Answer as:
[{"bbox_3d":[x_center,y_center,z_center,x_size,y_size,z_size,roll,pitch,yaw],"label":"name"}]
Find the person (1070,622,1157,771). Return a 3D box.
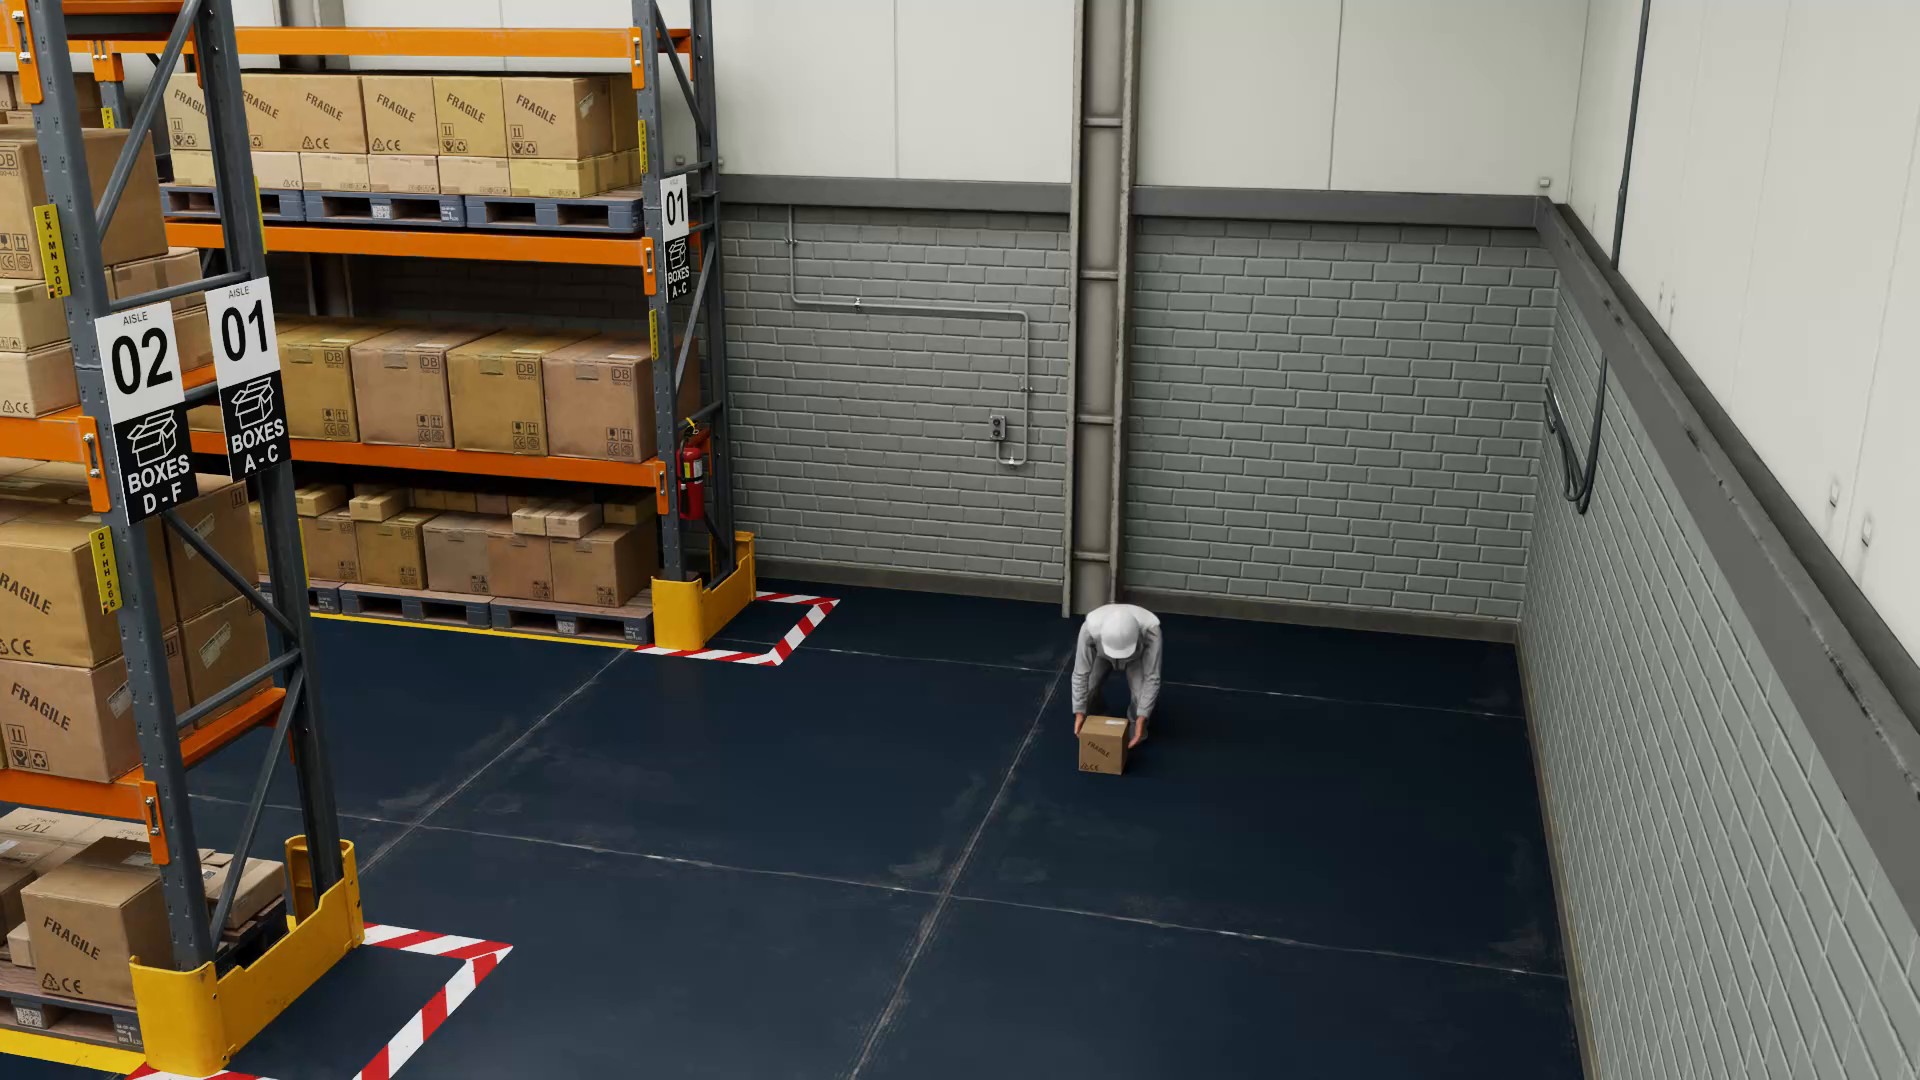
[{"bbox_3d":[0.929,0.904,9.971,0.520,0.858,0.963,4,19,13],"label":"person"}]
